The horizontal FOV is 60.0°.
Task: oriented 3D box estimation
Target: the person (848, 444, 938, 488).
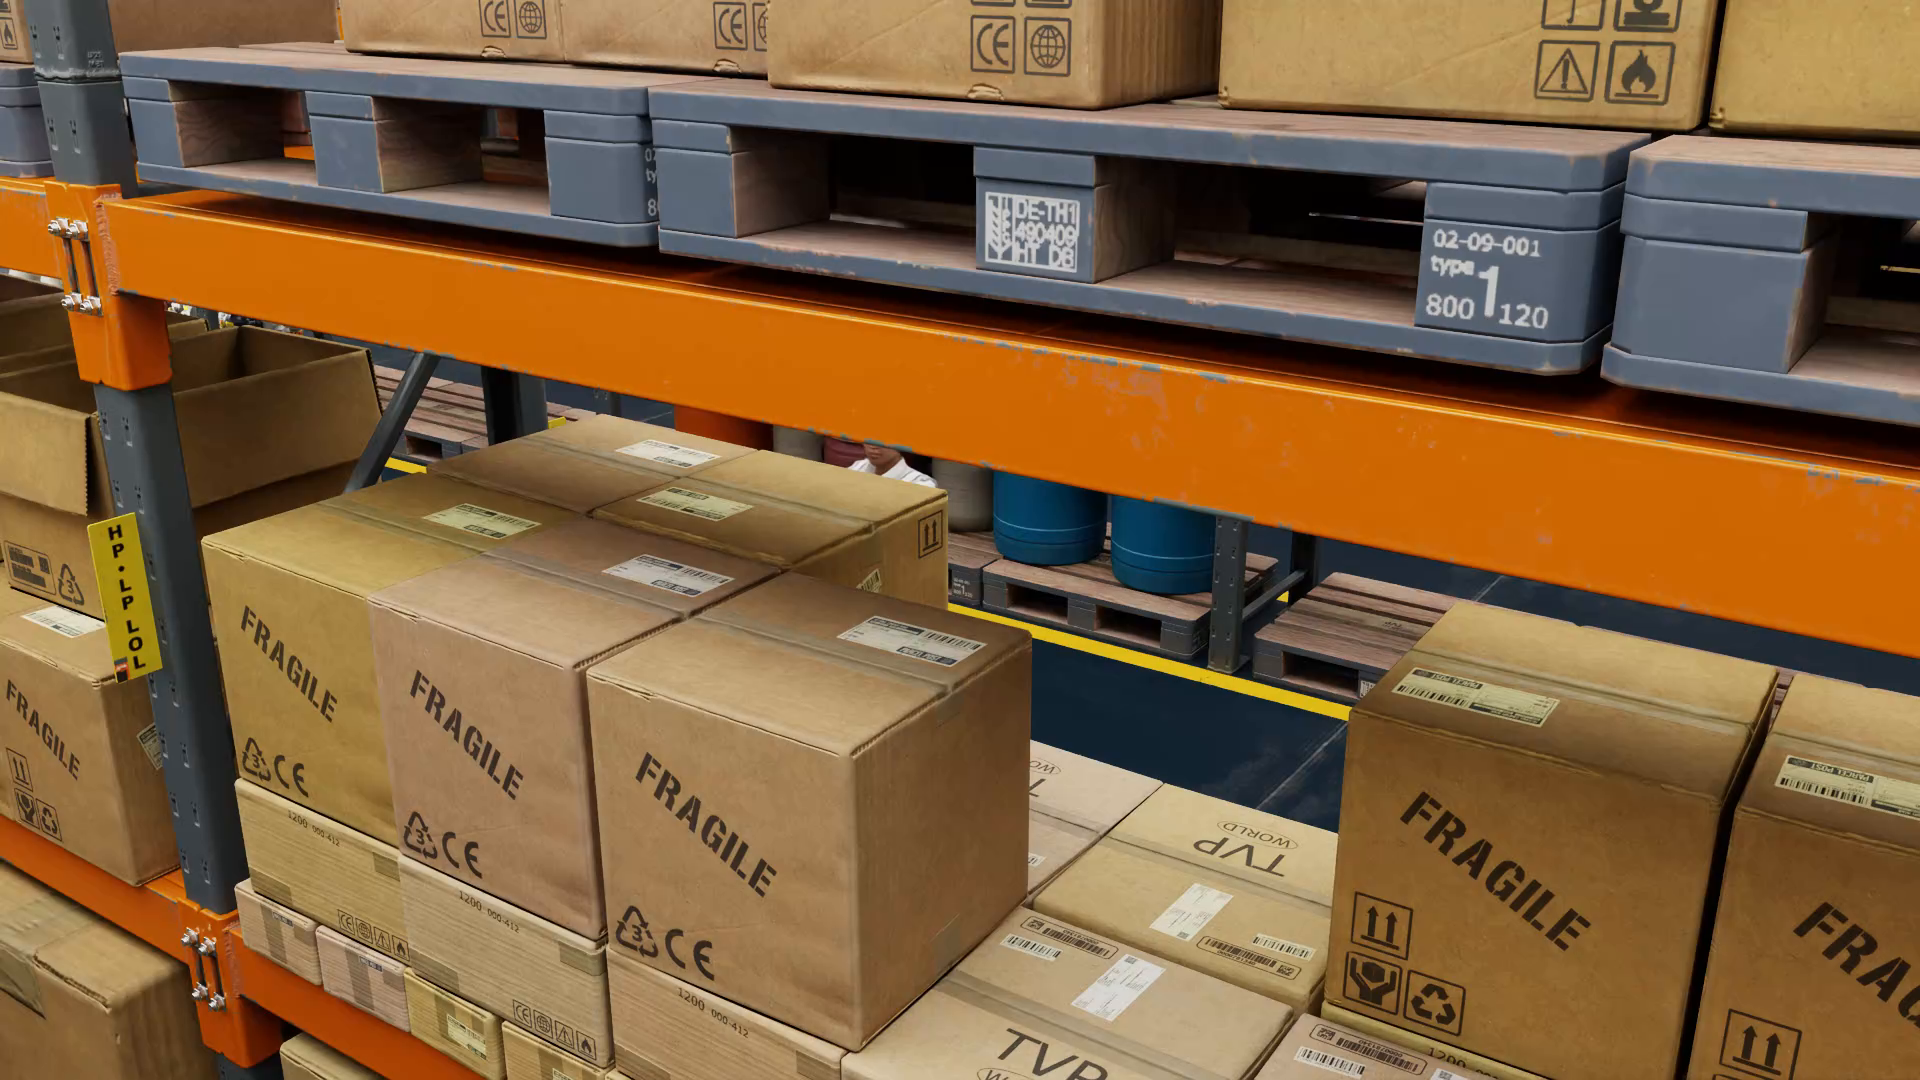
[{"bbox_3d":[-0.349,0.279,6.267,0.459,1.686,0.556,13,24,33],"label":"person"}]
